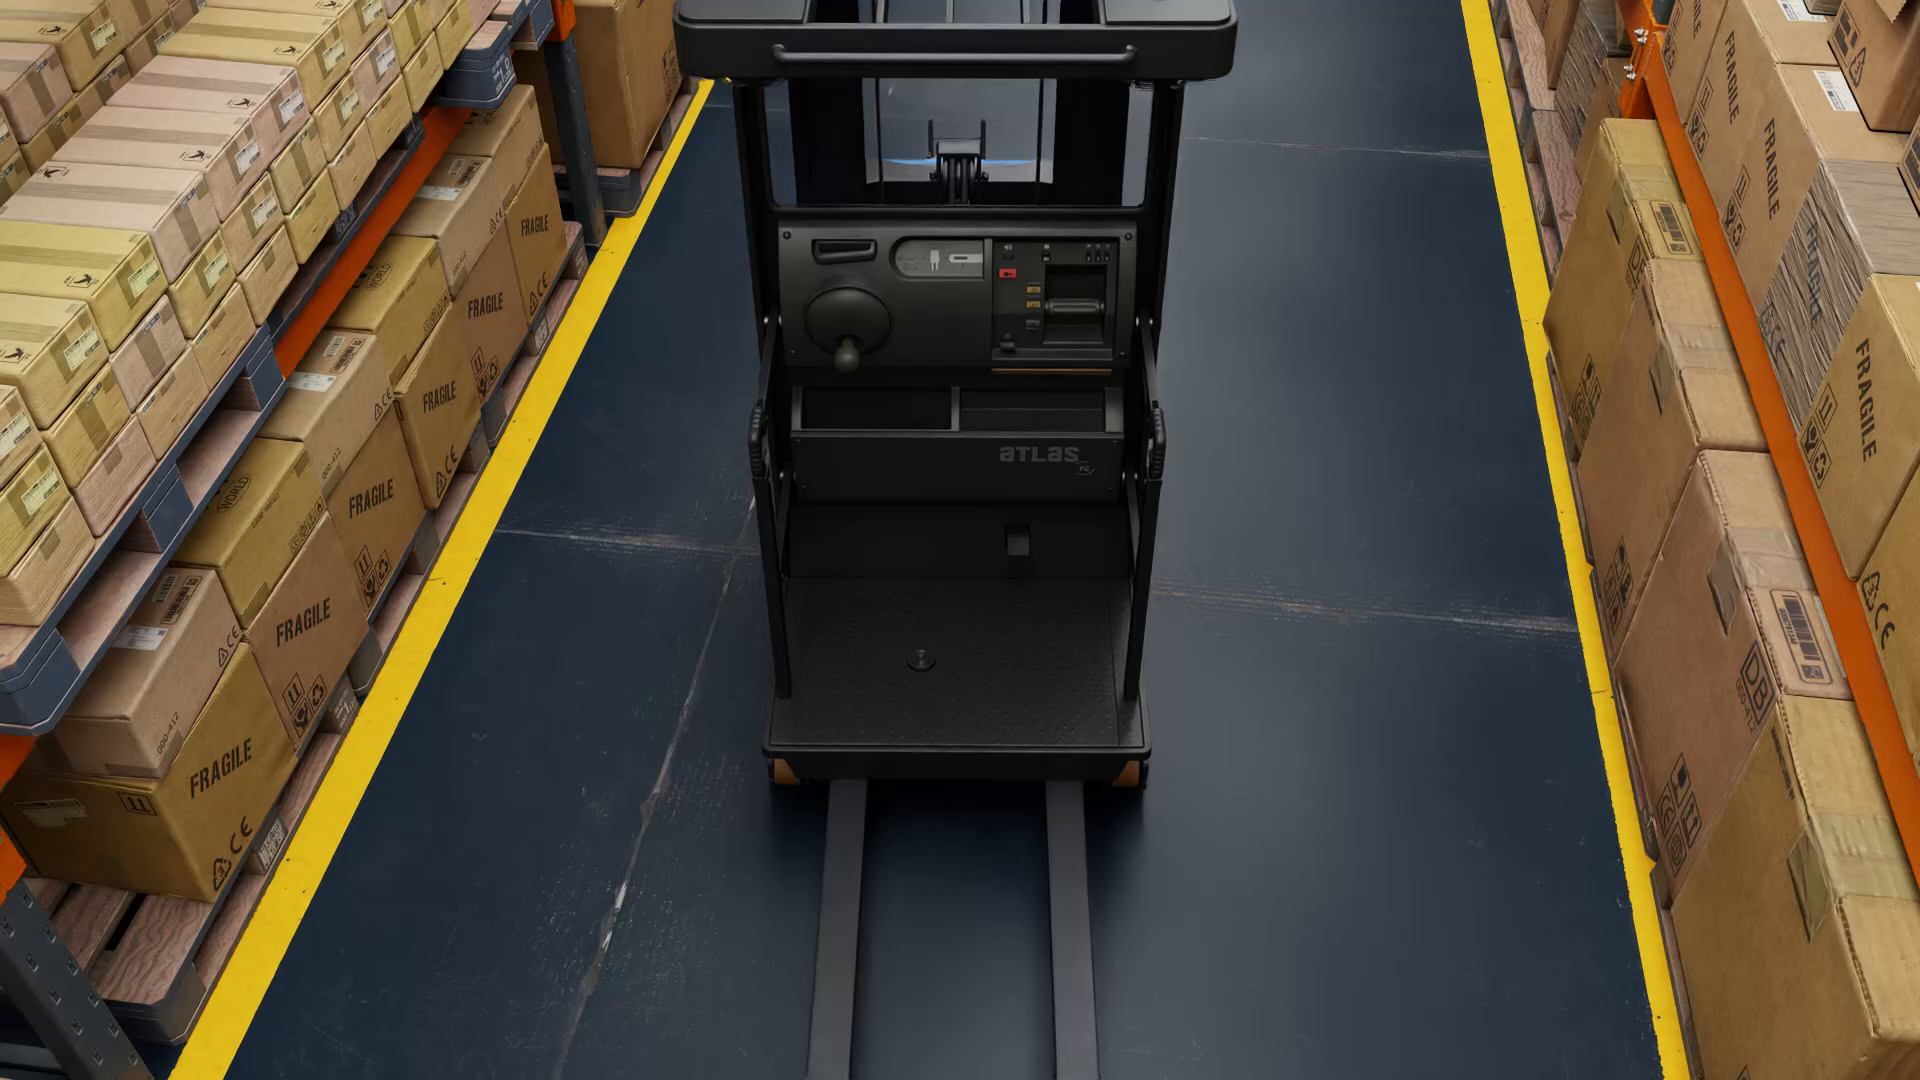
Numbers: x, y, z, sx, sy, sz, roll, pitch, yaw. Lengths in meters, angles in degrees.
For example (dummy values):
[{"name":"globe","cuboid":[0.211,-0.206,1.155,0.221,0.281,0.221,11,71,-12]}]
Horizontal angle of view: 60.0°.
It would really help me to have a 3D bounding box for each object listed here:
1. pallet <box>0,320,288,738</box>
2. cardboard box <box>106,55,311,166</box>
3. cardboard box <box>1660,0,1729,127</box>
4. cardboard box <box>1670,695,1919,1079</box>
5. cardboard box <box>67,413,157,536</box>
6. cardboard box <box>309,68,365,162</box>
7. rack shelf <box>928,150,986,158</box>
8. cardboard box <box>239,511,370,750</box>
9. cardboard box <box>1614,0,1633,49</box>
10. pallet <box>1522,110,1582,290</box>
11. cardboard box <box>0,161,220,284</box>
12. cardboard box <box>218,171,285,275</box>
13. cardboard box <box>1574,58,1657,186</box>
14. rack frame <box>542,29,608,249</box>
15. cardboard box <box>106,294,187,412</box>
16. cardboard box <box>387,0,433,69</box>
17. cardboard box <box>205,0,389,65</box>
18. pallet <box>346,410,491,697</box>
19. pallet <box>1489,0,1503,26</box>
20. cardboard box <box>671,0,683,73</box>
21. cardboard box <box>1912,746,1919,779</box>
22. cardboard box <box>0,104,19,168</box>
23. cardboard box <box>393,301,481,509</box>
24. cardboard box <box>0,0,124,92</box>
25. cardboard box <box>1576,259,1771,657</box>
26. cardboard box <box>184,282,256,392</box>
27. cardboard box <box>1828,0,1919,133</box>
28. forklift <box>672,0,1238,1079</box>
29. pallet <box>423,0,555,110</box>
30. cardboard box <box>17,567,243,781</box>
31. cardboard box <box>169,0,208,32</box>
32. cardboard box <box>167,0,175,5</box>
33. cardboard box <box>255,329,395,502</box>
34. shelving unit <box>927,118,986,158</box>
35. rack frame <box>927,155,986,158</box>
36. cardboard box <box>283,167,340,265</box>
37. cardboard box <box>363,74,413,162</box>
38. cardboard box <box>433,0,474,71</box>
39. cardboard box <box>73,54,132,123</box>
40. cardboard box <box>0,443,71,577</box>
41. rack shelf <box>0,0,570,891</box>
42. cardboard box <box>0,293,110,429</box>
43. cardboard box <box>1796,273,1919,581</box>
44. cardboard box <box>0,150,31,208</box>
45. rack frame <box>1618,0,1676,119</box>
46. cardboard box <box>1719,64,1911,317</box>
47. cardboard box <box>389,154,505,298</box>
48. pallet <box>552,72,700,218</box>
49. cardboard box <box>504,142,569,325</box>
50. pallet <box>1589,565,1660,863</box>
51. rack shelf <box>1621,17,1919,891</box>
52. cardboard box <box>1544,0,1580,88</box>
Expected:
[{"name":"pallet","cuboid":[-2.299,-0.122,3.836,1.003,0.211,1.213,5,44,6]},{"name":"cardboard box","cuboid":[-1.866,-1.069,4.142,0.380,0.149,0.250,7,44,7]},{"name":"cardboard box","cuboid":[2.554,-1.620,5.206,0.500,0.500,0.500,6,44,7]},{"name":"cardboard box","cuboid":[2.424,1.017,3.734,1.225,0.875,0.875,5,44,6]},{"name":"cardboard box","cuboid":[-2.005,-0.161,3.616,0.380,0.149,0.250,6,44,6]},{"name":"cardboard box","cuboid":[-1.831,-1.146,4.439,0.380,0.149,0.250,4,44,5]},{"name":"rack shelf","cuboid":[-0.011,-1.194,5.850,0.215,0.259,0.240,0,43,0]},{"name":"cardboard box","cuboid":[-2.115,0.231,4.837,0.500,0.500,0.500,7,44,7]},{"name":"cardboard box","cuboid":[3.007,-2.236,6.883,0.500,0.250,0.500,10,44,10]},{"name":"pallet","cuboid":[2.992,-1.410,7.085,1.003,0.211,1.213,5,44,6]},{"name":"cardboard box","cuboid":[-1.933,-0.722,3.776,0.380,0.149,0.250,5,44,5]},{"name":"cardboard box","cuboid":[-1.903,-0.794,4.067,0.380,0.149,0.250,7,44,7]},{"name":"cardboard box","cuboid":[2.956,-1.600,6.757,0.700,0.500,0.500,3,44,3]},{"name":"rack frame","cuboid":[-2.015,-2.410,6.113,1.000,3.000,0.127,5,44,6]},{"name":"cardboard box","cuboid":[-1.970,-0.432,3.686,0.380,0.149,0.250,6,44,7]},{"name":"cardboard box","cuboid":[-1.764,-1.499,4.813,0.380,0.149,0.250,5,44,5]},{"name":"cardboard box","cuboid":[-1.799,-1.430,4.523,0.380,0.149,0.250,7,44,8]},{"name":"pallet","cuboid":[-2.284,-0.036,5.634,1.003,0.211,1.213,5,44,6]},{"name":"pallet","cuboid":[3.315,-3.073,8.842,1.003,0.211,1.213,5,44,6]},{"name":"cardboard box","cuboid":[-1.733,-2.748,7.802,1.050,0.750,0.750,6,44,6]},{"name":"cardboard box","cuboid":[2.150,0.456,3.014,0.500,0.500,0.500,5,44,6]},{"name":"cardboard box","cuboid":[-2.543,-0.957,4.024,0.380,0.149,0.250,4,44,4]},{"name":"cardboard box","cuboid":[-1.969,-0.467,5.574,0.500,0.500,0.500,3,44,4]},{"name":"cardboard box","cuboid":[-2.477,-1.324,4.411,0.380,0.149,0.250,5,44,5]},{"name":"cardboard box","cuboid":[2.650,-0.196,5.015,1.225,0.875,0.875,5,44,6]},{"name":"cardboard box","cuboid":[-1.934,-0.502,3.976,0.380,0.149,0.250,6,44,6]},{"name":"cardboard box","cuboid":[2.686,-1.350,4.192,0.797,0.503,0.637,6,44,6]},{"name":"forklift","cuboid":[-0.006,-0.546,4.195,1.130,2.935,3.031,0,43,0]},{"name":"pallet","cuboid":[-2.004,-1.845,5.656,1.213,0.211,1.003,5,44,6]},{"name":"cardboard box","cuboid":[-2.185,0.320,4.198,0.500,0.250,0.500,3,44,4]},{"name":"cardboard box","cuboid":[-2.411,-1.559,4.876,0.380,0.149,0.250,5,44,6]},{"name":"cardboard box","cuboid":[-2.408,-1.674,4.781,0.380,0.149,0.250,7,44,7]},{"name":"cardboard box","cuboid":[-2.045,-0.391,4.948,0.500,0.250,0.500,7,44,7]},{"name":"shelving unit","cuboid":[-0.011,-0.996,6.038,0.215,1.050,0.252,0,43,0]},{"name":"rack frame","cuboid":[-0.012,-0.912,5.949,0.200,1.050,0.008,0,43,0]},{"name":"cardboard box","cuboid":[-1.869,-0.862,4.356,0.380,0.149,0.250,5,44,5]},{"name":"cardboard box","cuboid":[-1.800,-1.219,4.733,0.380,0.149,0.250,6,44,7]},{"name":"cardboard box","cuboid":[-1.730,-1.579,5.113,0.380,0.149,0.250,5,44,5]},{"name":"cardboard box","cuboid":[-2.479,-1.206,4.503,0.380,0.149,0.250,7,44,7]},{"name":"cardboard box","cuboid":[-2.036,-0.080,3.313,0.380,0.149,0.250,6,44,6]},{"name":"rack shelf","cuboid":[-2.280,-0.785,4.921,1.077,0.370,4.000,5,44,6]},{"name":"cardboard box","cuboid":[-2.005,-0.378,3.412,0.380,0.149,0.250,6,44,7]},{"name":"cardboard box","cuboid":[2.284,-0.237,3.746,0.500,0.500,0.500,5,44,5]},{"name":"cardboard box","cuboid":[-2.550,-0.854,4.132,0.380,0.149,0.250,3,44,3]},{"name":"rack frame","cuboid":[2.888,-1.890,5.564,1.000,3.000,0.127,5,44,6]},{"name":"cardboard box","cuboid":[2.424,-0.919,4.466,0.500,0.500,0.500,5,44,5]},{"name":"cardboard box","cuboid":[-1.902,-1.092,5.688,0.500,0.250,0.500,6,44,6]},{"name":"pallet","cuboid":[-1.836,-1.928,7.632,1.003,0.211,1.213,5,44,6]},{"name":"cardboard box","cuboid":[-1.843,-1.182,6.329,0.500,0.500,0.500,5,44,5]},{"name":"pallet","cuboid":[2.545,0.482,5.087,1.003,0.211,1.213,5,44,6]},{"name":"rack shelf","cuboid":[2.623,-0.266,4.372,1.077,0.370,4.000,5,44,6]},{"name":"cardboard box","cuboid":[3.085,-2.367,7.566,0.700,0.500,0.500,9,44,9]}]
